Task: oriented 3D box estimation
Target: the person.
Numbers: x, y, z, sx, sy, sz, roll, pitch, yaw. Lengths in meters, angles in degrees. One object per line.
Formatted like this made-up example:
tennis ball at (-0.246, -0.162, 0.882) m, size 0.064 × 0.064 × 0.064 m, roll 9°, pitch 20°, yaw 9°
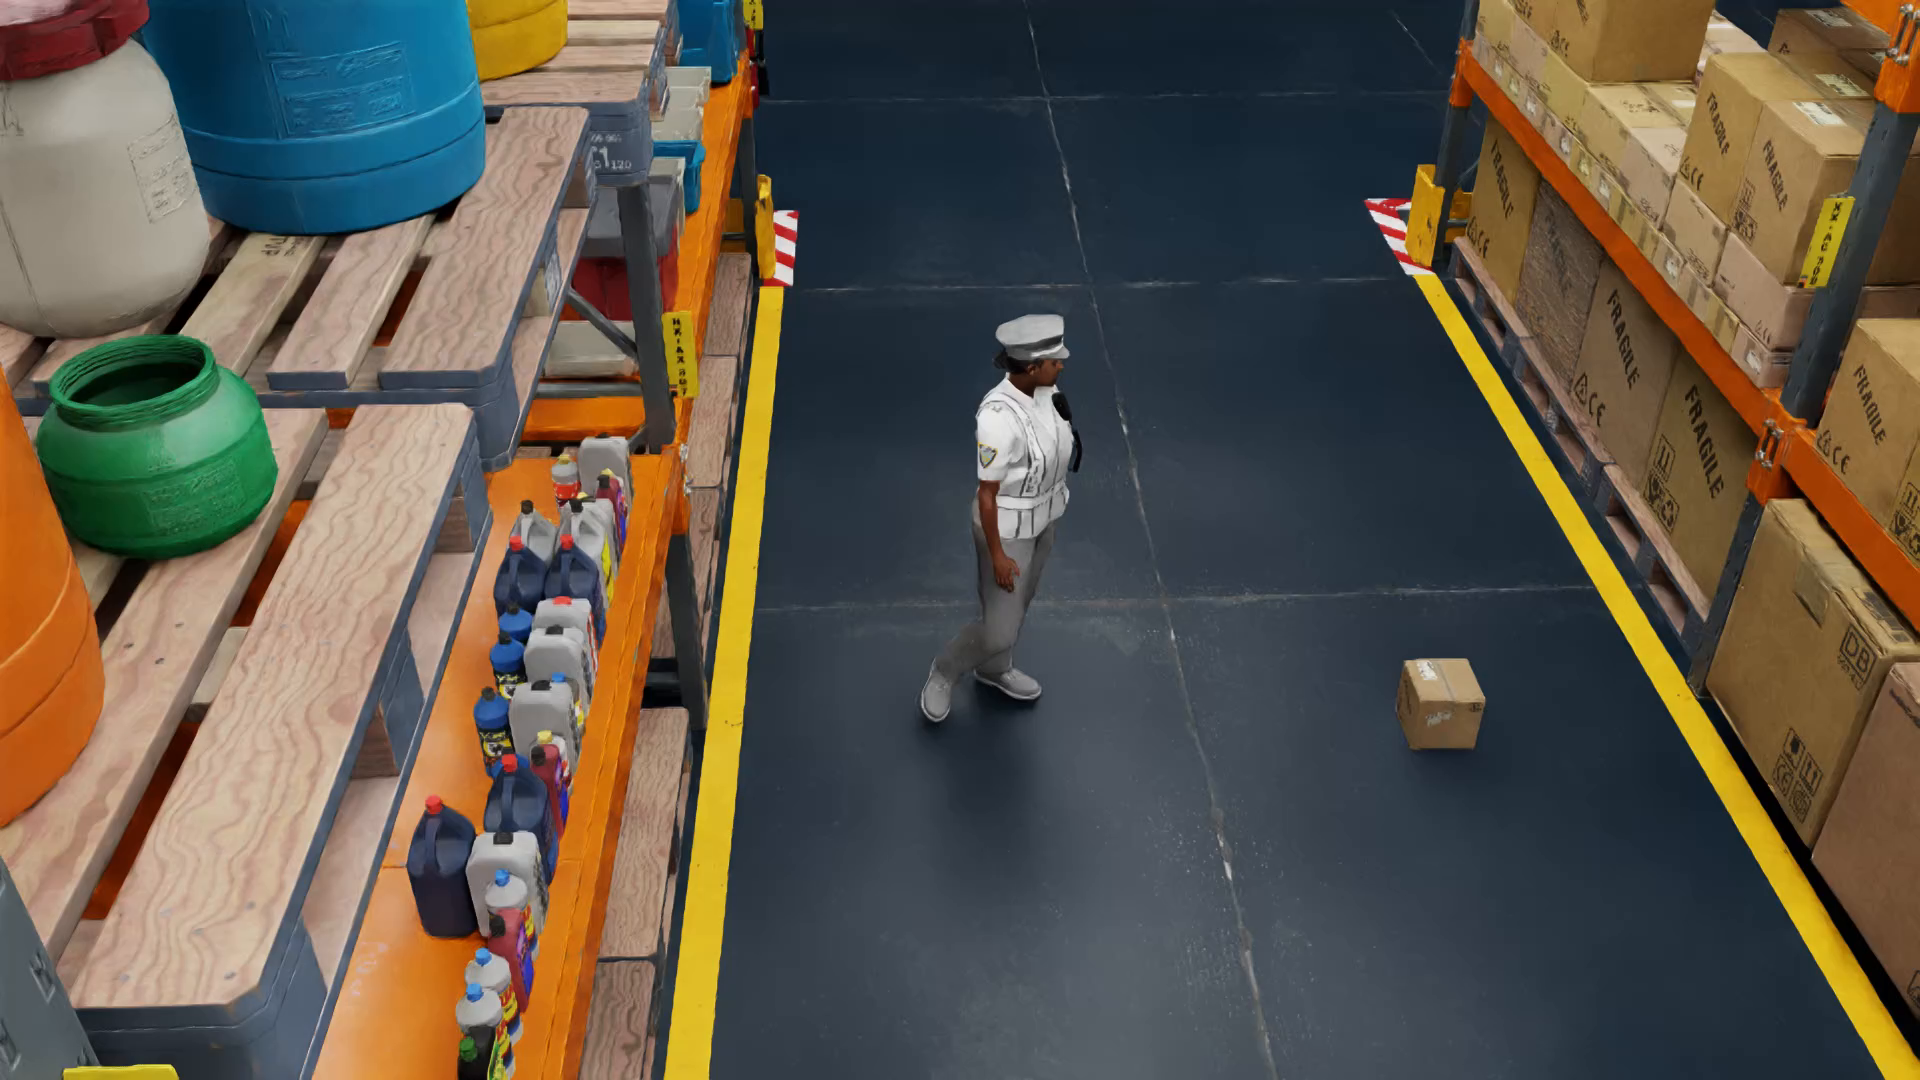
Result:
person at (0.138, -0.048, 6.188) m, size 0.450 × 1.651 × 0.637 m, roll 21°, pitch 41°, yaw 27°
